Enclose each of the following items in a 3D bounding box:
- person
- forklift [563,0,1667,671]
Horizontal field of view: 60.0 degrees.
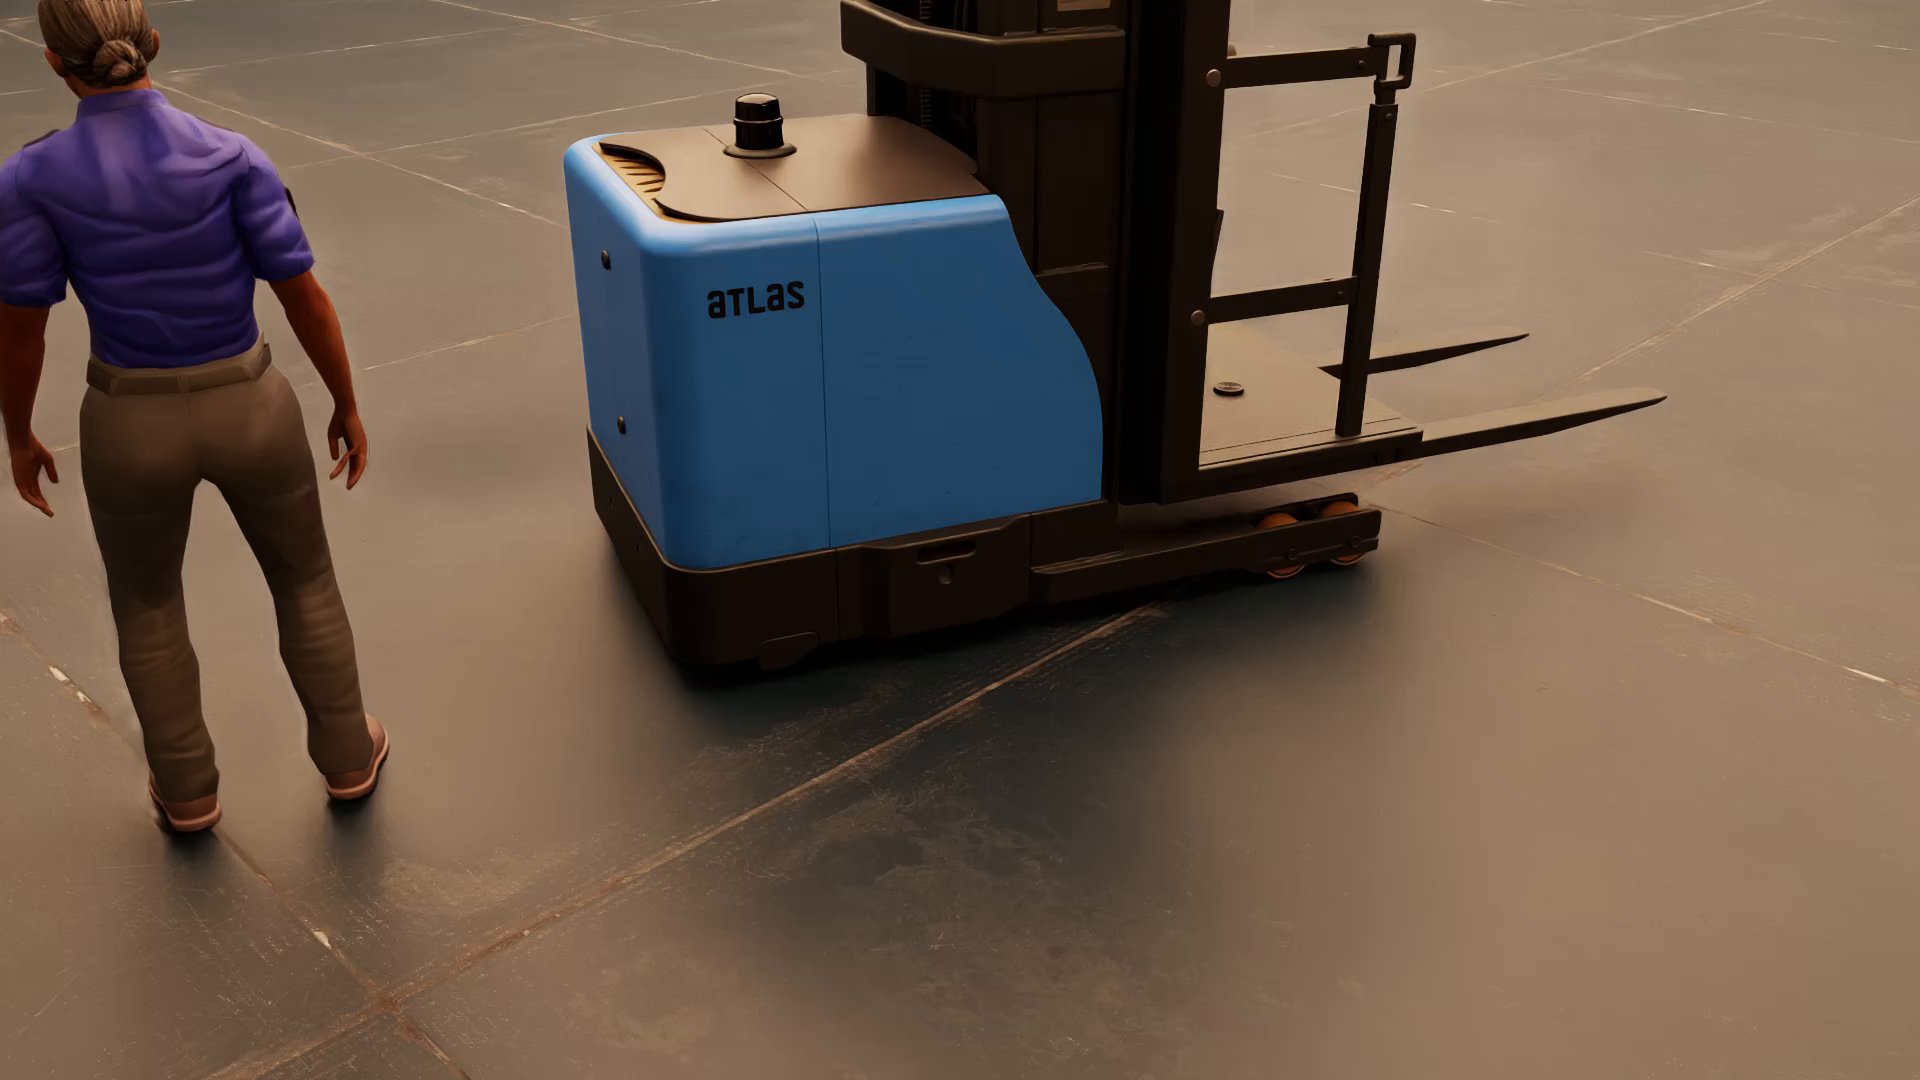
[{"bbox_3d":[-1.433,-0.208,3.094,0.603,1.653,0.376,-11,28,-22],"label":"person"},{"bbox_3d":[0.563,-1.419,4.108,3.031,2.935,1.130,-10,28,-20],"label":"forklift"}]
